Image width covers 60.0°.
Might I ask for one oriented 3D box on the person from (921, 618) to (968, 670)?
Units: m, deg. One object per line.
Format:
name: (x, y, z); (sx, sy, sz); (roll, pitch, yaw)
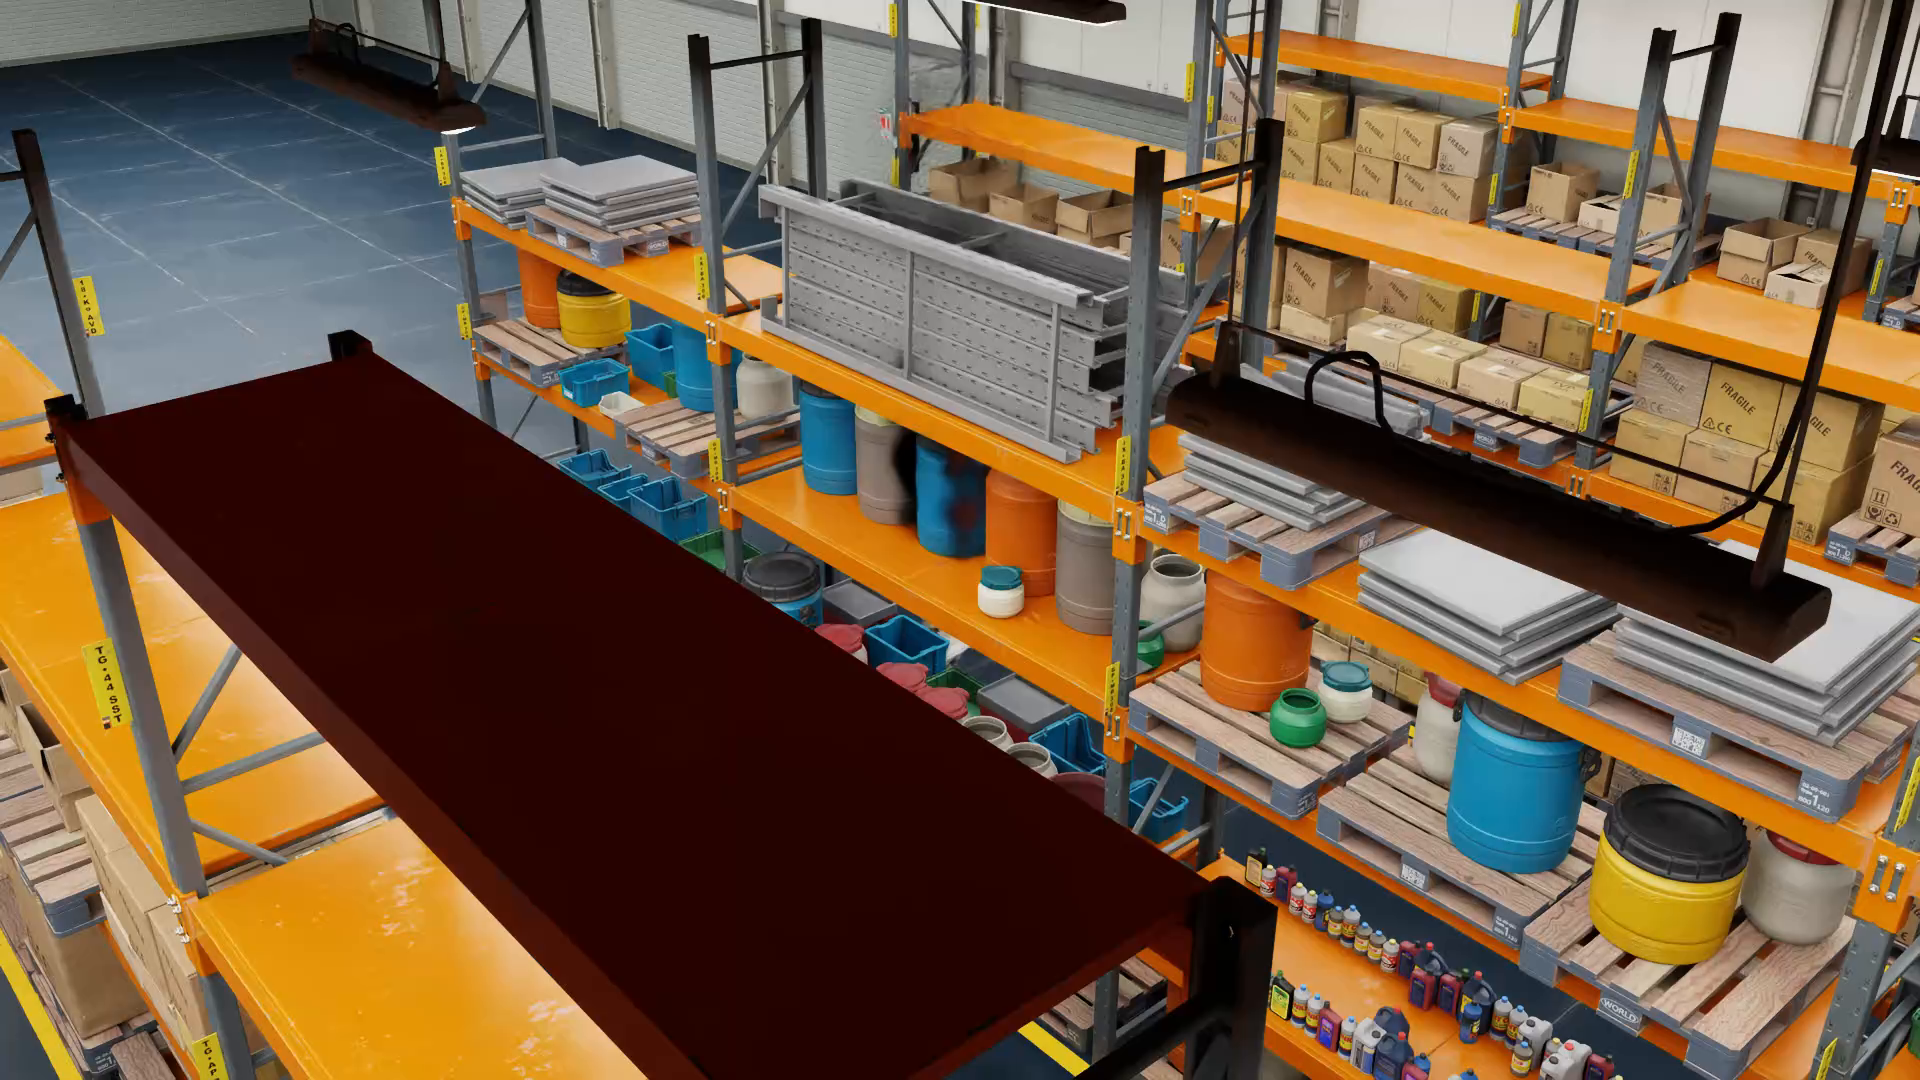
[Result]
person: (-0.153, 0.875, 13.925); (0.610, 1.735, 0.675); (24, 35, 38)
